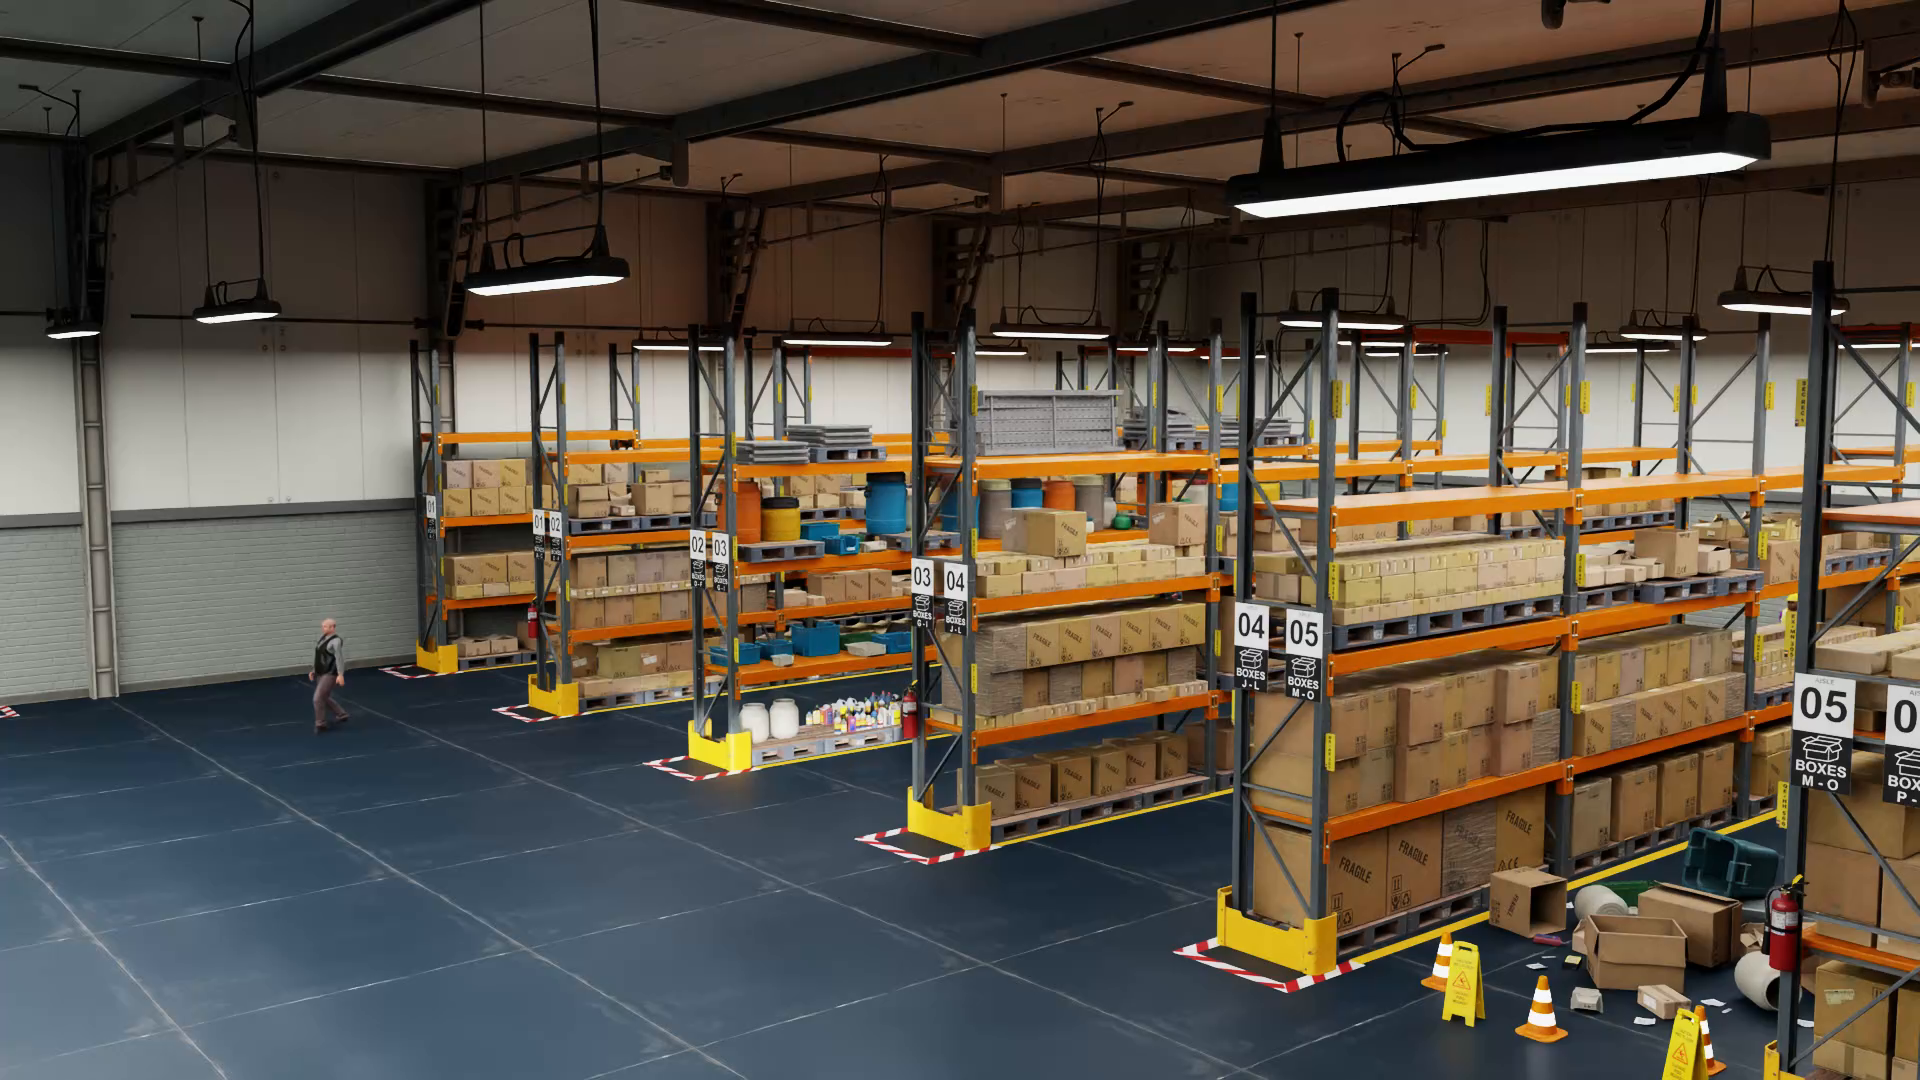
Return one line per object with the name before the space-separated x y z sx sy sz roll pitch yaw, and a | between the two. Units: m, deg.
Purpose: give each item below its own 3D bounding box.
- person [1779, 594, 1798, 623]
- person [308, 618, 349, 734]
person | 13.905 1.739 27.736 0.543 1.706 1.105 4 7 39
person | -9.471 2.038 24.920 0.658 1.742 0.607 -5 7 -45
